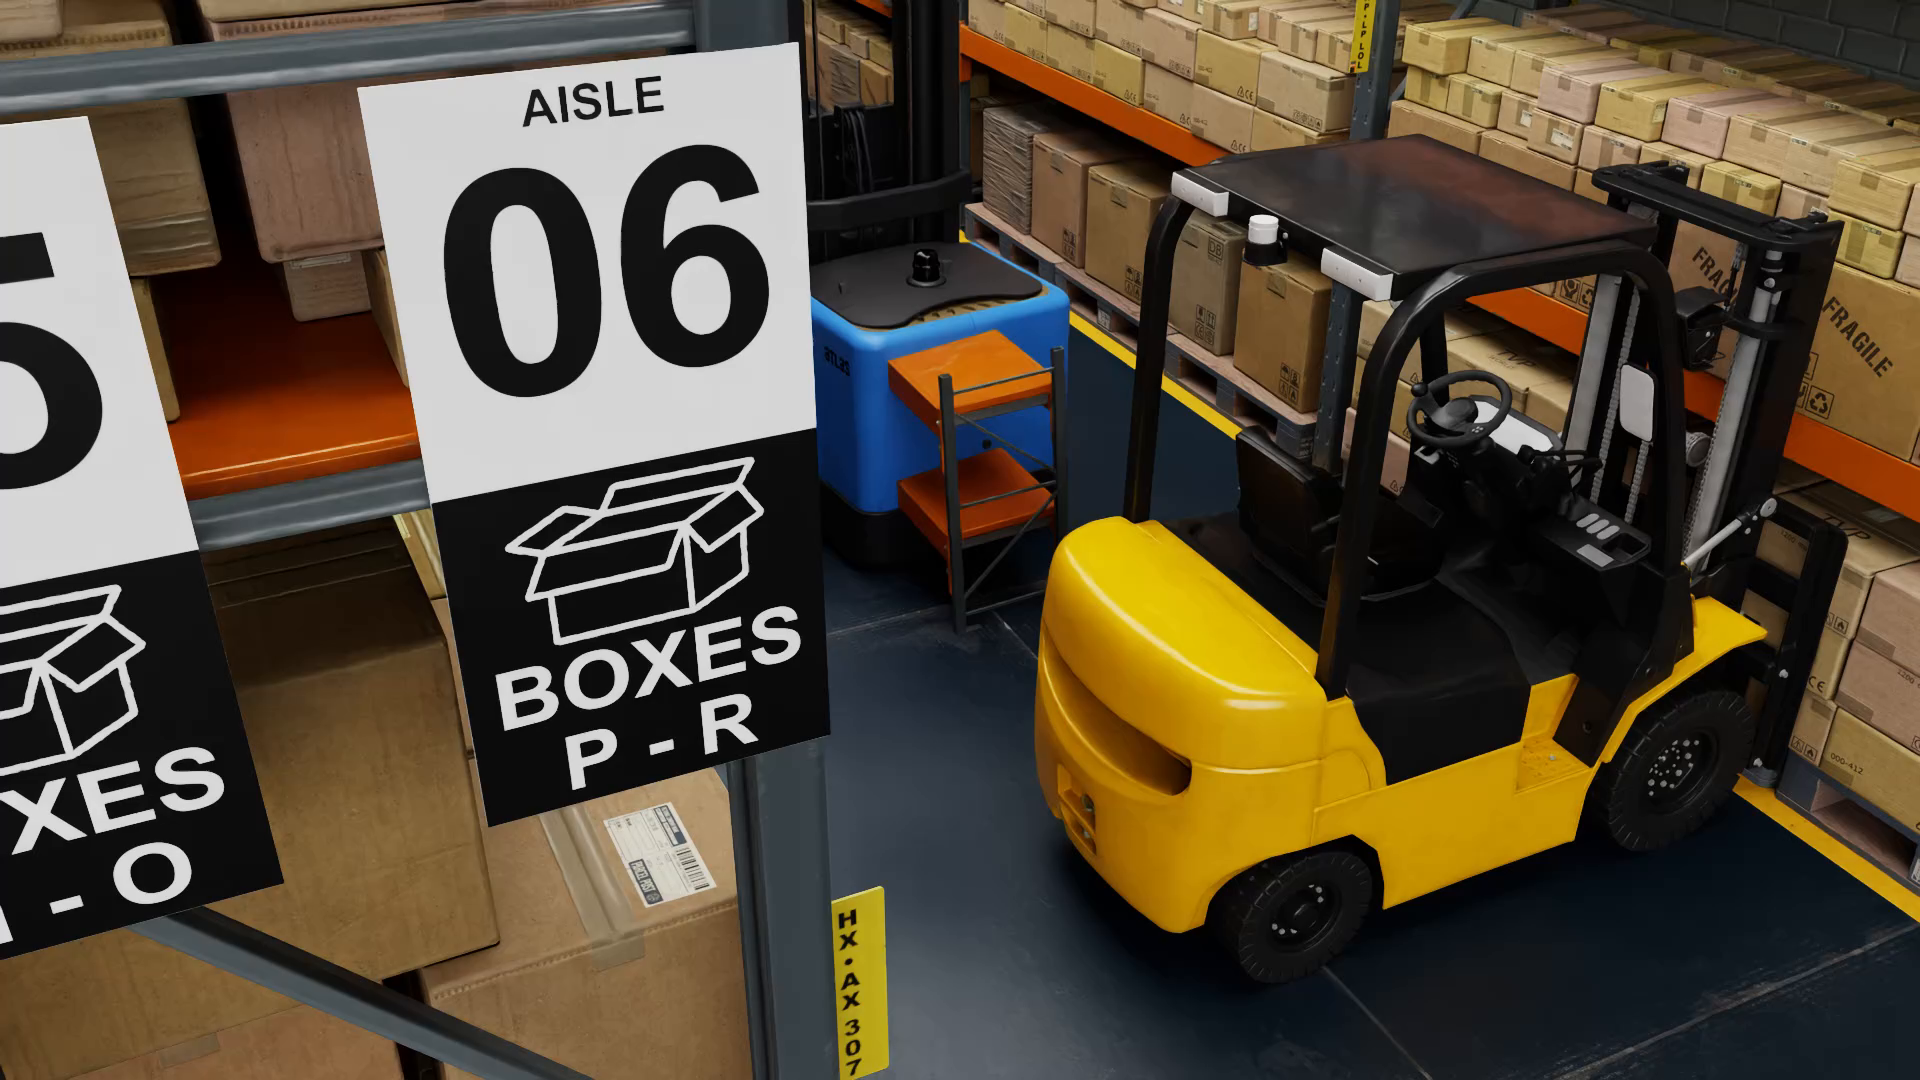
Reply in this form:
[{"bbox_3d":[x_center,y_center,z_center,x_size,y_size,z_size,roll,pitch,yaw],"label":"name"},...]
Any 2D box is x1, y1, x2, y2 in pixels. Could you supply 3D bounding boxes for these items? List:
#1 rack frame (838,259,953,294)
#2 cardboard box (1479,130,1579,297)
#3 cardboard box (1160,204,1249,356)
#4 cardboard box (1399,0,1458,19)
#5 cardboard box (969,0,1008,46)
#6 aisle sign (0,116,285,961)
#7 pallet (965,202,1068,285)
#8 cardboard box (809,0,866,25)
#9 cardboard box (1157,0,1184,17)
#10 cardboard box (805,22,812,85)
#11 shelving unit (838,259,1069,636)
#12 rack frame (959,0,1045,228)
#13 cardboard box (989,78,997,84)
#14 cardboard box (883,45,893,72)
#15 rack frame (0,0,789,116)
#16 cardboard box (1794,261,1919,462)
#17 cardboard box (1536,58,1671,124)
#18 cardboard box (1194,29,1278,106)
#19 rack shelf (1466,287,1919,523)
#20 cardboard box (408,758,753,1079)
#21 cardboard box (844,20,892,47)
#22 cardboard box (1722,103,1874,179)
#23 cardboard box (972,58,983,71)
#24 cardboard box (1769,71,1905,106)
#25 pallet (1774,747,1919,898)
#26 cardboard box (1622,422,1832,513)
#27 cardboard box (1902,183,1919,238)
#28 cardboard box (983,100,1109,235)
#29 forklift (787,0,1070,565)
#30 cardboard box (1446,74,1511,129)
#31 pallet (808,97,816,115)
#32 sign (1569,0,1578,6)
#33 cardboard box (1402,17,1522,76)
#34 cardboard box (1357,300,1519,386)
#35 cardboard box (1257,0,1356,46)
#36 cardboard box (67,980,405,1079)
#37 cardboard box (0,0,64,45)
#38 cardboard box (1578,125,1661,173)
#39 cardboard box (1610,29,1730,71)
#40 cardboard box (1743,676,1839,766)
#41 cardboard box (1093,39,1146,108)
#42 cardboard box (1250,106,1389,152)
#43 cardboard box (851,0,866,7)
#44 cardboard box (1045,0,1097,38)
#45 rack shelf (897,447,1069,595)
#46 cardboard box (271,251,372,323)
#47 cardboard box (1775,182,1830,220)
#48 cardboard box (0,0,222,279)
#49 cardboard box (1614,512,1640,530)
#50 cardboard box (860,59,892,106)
[{"bbox_3d":[-0.238,-0.630,7.184,0.500,1.125,0.032,-15,33,-19],"label":"rack frame"},{"bbox_3d":[2.323,-1.283,6.368,0.500,0.500,0.500,-13,32,-21],"label":"cardboard box"},{"bbox_3d":[1.569,-1.436,8.743,0.875,0.625,0.625,-13,32,-22],"label":"cardboard box"},{"bbox_3d":[2.104,-2.373,7.649,0.380,0.149,0.250,-14,32,-24],"label":"cardboard box"},{"bbox_3d":[0.382,-3.171,9.991,0.500,0.250,0.500,-13,32,-22],"label":"cardboard box"},{"bbox_3d":[-0.870,0.049,1.438,0.394,0.787,0.004,-13,32,-22],"label":"aisle sign"},{"bbox_3d":[0.730,-1.895,10.414,1.003,0.211,1.213,-13,32,-22],"label":"pallet"},{"bbox_3d":[-0.952,-4.077,12.916,0.380,0.149,0.250,-14,32,-23],"label":"cardboard box"},{"bbox_3d":[1.207,-2.706,8.243,0.380,0.149,0.250,-13,32,-22],"label":"cardboard box"},{"bbox_3d":[-1.063,-3.849,13.174,0.500,0.500,0.500,-14,32,-23],"label":"cardboard box"},{"bbox_3d":[-0.028,-0.401,6.782,0.538,1.125,1.048,-15,33,-19],"label":"shelving unit"},{"bbox_3d":[0.412,-3.483,10.395,1.000,3.000,0.127,-13,32,-22],"label":"rack frame"},{"bbox_3d":[0.291,-3.042,11.735,0.500,0.500,0.500,-13,32,-22],"label":"cardboard box"},{"bbox_3d":[-0.319,-3.390,11.692,0.380,0.149,0.250,-12,31,-21],"label":"cardboard box"},{"bbox_3d":[-0.635,-1.522,0.764,1.000,3.000,0.127,-13,32,-22],"label":"rack frame"},{"bbox_3d":[2.963,-0.613,5.174,0.500,0.500,0.500,-14,32,-23],"label":"cardboard box"},{"bbox_3d":[2.327,-1.627,6.015,0.380,0.149,0.250,-12,32,-21],"label":"cardboard box"},{"bbox_3d":[1.460,-2.258,7.852,0.500,0.250,0.500,-14,32,-23],"label":"cardboard box"},{"bbox_3d":[2.988,-0.519,5.845,1.077,0.370,4.000,-13,32,-22],"label":"rack shelf"},{"bbox_3d":[-0.588,0.654,2.611,0.500,0.500,0.500,-14,32,-23],"label":"cardboard box"},{"bbox_3d":[-0.632,-3.735,12.307,0.380,0.149,0.250,-13,32,-22],"label":"cardboard box"},{"bbox_3d":[2.746,-1.311,5.451,0.380,0.149,0.250,-13,32,-22],"label":"cardboard box"},{"bbox_3d":[0.201,-3.371,11.658,0.380,0.149,0.250,-13,32,-21],"label":"cardboard box"},{"bbox_3d":[3.060,-1.523,5.829,0.380,0.149,0.250,-13,32,-23],"label":"cardboard box"},{"bbox_3d":[3.480,0.938,5.362,1.003,0.211,1.213,-13,32,-22],"label":"pallet"},{"bbox_3d":[2.706,-0.178,5.860,0.500,0.250,0.500,-14,32,-23],"label":"cardboard box"},{"bbox_3d":[2.980,-0.949,4.807,0.380,0.149,0.250,-12,32,-21],"label":"cardboard box"},{"bbox_3d":[0.667,-2.352,10.377,0.875,0.625,0.625,-12,31,-20],"label":"cardboard box"},{"bbox_3d":[-0.720,-1.858,7.567,1.130,2.935,3.031,-17,33,-27],"label":"forklift"},{"bbox_3d":[2.141,-1.733,6.508,0.380,0.149,0.250,-12,32,-21],"label":"cardboard box"},{"bbox_3d":[-0.922,-3.683,13.602,1.003,0.211,1.213,-13,32,-22],"label":"pallet"},{"bbox_3d":[2.630,-2.246,7.222,0.100,0.325,0.005,-13,32,-22],"label":"sign"},{"bbox_3d":[1.998,-1.970,6.626,0.380,0.149,0.250,-12,32,-21],"label":"cardboard box"},{"bbox_3d":[2.054,-0.857,7.071,0.500,0.250,0.500,-14,32,-23],"label":"cardboard box"},{"bbox_3d":[1.597,-2.377,7.656,0.380,0.149,0.250,-13,32,-22],"label":"cardboard box"},{"bbox_3d":[-1.117,0.739,2.459,0.500,0.500,0.500,-14,32,-23],"label":"cardboard box"},{"bbox_3d":[-1.047,-0.540,1.520,0.380,0.149,0.250,-13,32,-22],"label":"cardboard box"},{"bbox_3d":[2.428,-1.383,5.884,0.380,0.149,0.250,-13,32,-22],"label":"cardboard box"},{"bbox_3d":[2.735,-1.861,6.433,0.380,0.149,0.250,-13,32,-22],"label":"cardboard box"},{"bbox_3d":[2.948,0.481,5.708,0.500,0.250,0.500,-13,32,-21],"label":"cardboard box"},{"bbox_3d":[1.042,-2.492,8.780,0.500,0.250,0.500,-12,31,-20],"label":"cardboard box"},{"bbox_3d":[1.677,-1.819,7.580,0.500,0.250,0.500,-12,32,-21],"label":"cardboard box"},{"bbox_3d":[-0.657,-4.303,13.321,0.380,0.149,0.250,-13,32,-21],"label":"cardboard box"},{"bbox_3d":[0.804,-2.932,9.055,0.500,0.250,0.500,-14,32,-23],"label":"cardboard box"},{"bbox_3d":[-0.016,-0.191,6.908,0.538,0.278,1.000,-15,33,-19],"label":"rack shelf"},{"bbox_3d":[-0.678,-0.416,2.116,0.380,0.149,0.250,-14,32,-24],"label":"cardboard box"},{"bbox_3d":[2.846,-1.061,5.310,0.380,0.149,0.250,-13,32,-22],"label":"cardboard box"},{"bbox_3d":[-1.098,-0.448,1.764,0.500,0.250,0.500,-14,32,-23],"label":"cardboard box"},{"bbox_3d":[2.697,0.030,6.000,0.500,0.250,0.500,-13,32,-22],"label":"cardboard box"},{"bbox_3d":[-0.396,-3.172,11.966,0.500,0.500,0.500,-12,31,-20],"label":"cardboard box"}]
